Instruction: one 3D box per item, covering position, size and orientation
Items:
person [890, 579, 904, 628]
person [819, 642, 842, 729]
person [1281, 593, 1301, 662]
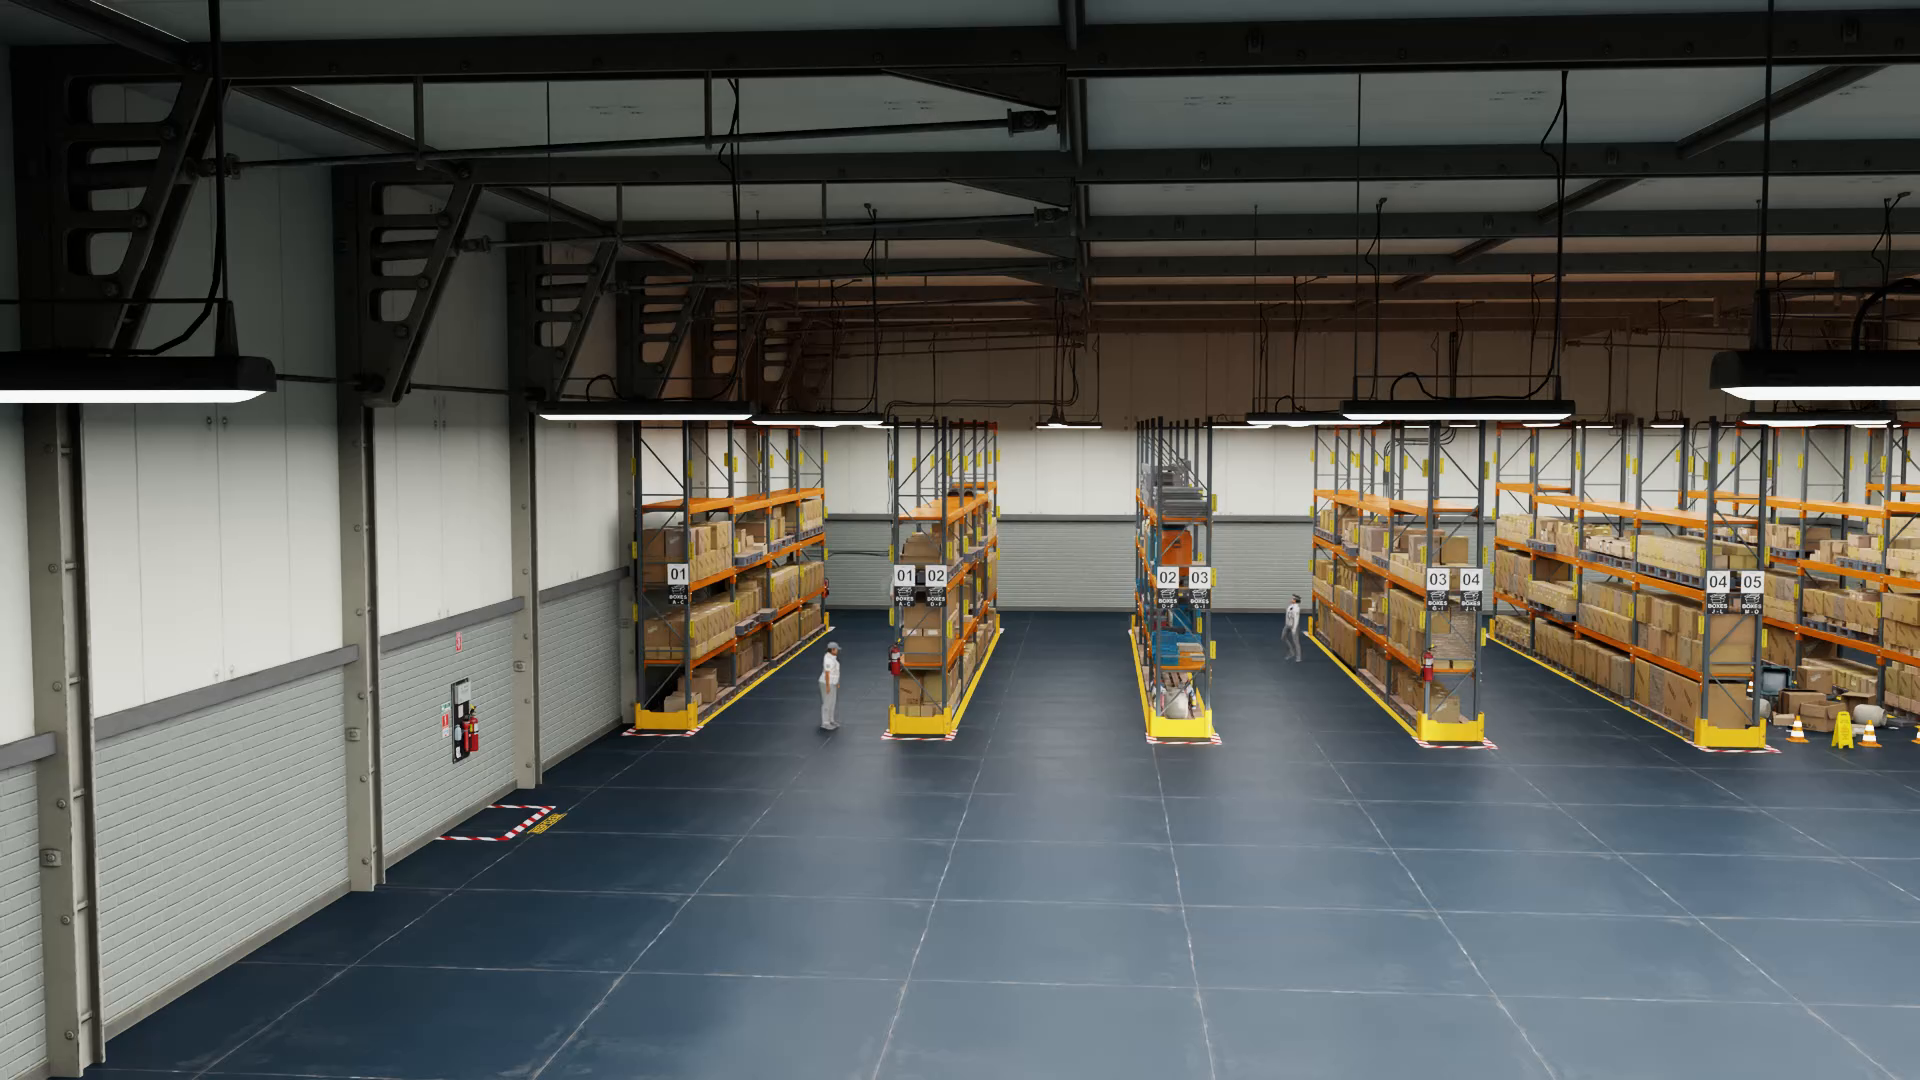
[{"bbox_3d":[-1.699,1.721,48.836,0.696,1.848,0.787,0,4,-2],"label":"person"},{"bbox_3d":[-2.505,2.789,32.098,0.441,1.654,0.503,0,4,5],"label":"person"},{"bbox_3d":[8.286,2.177,41.471,0.368,1.687,0.614,-2,4,-22],"label":"person"}]
